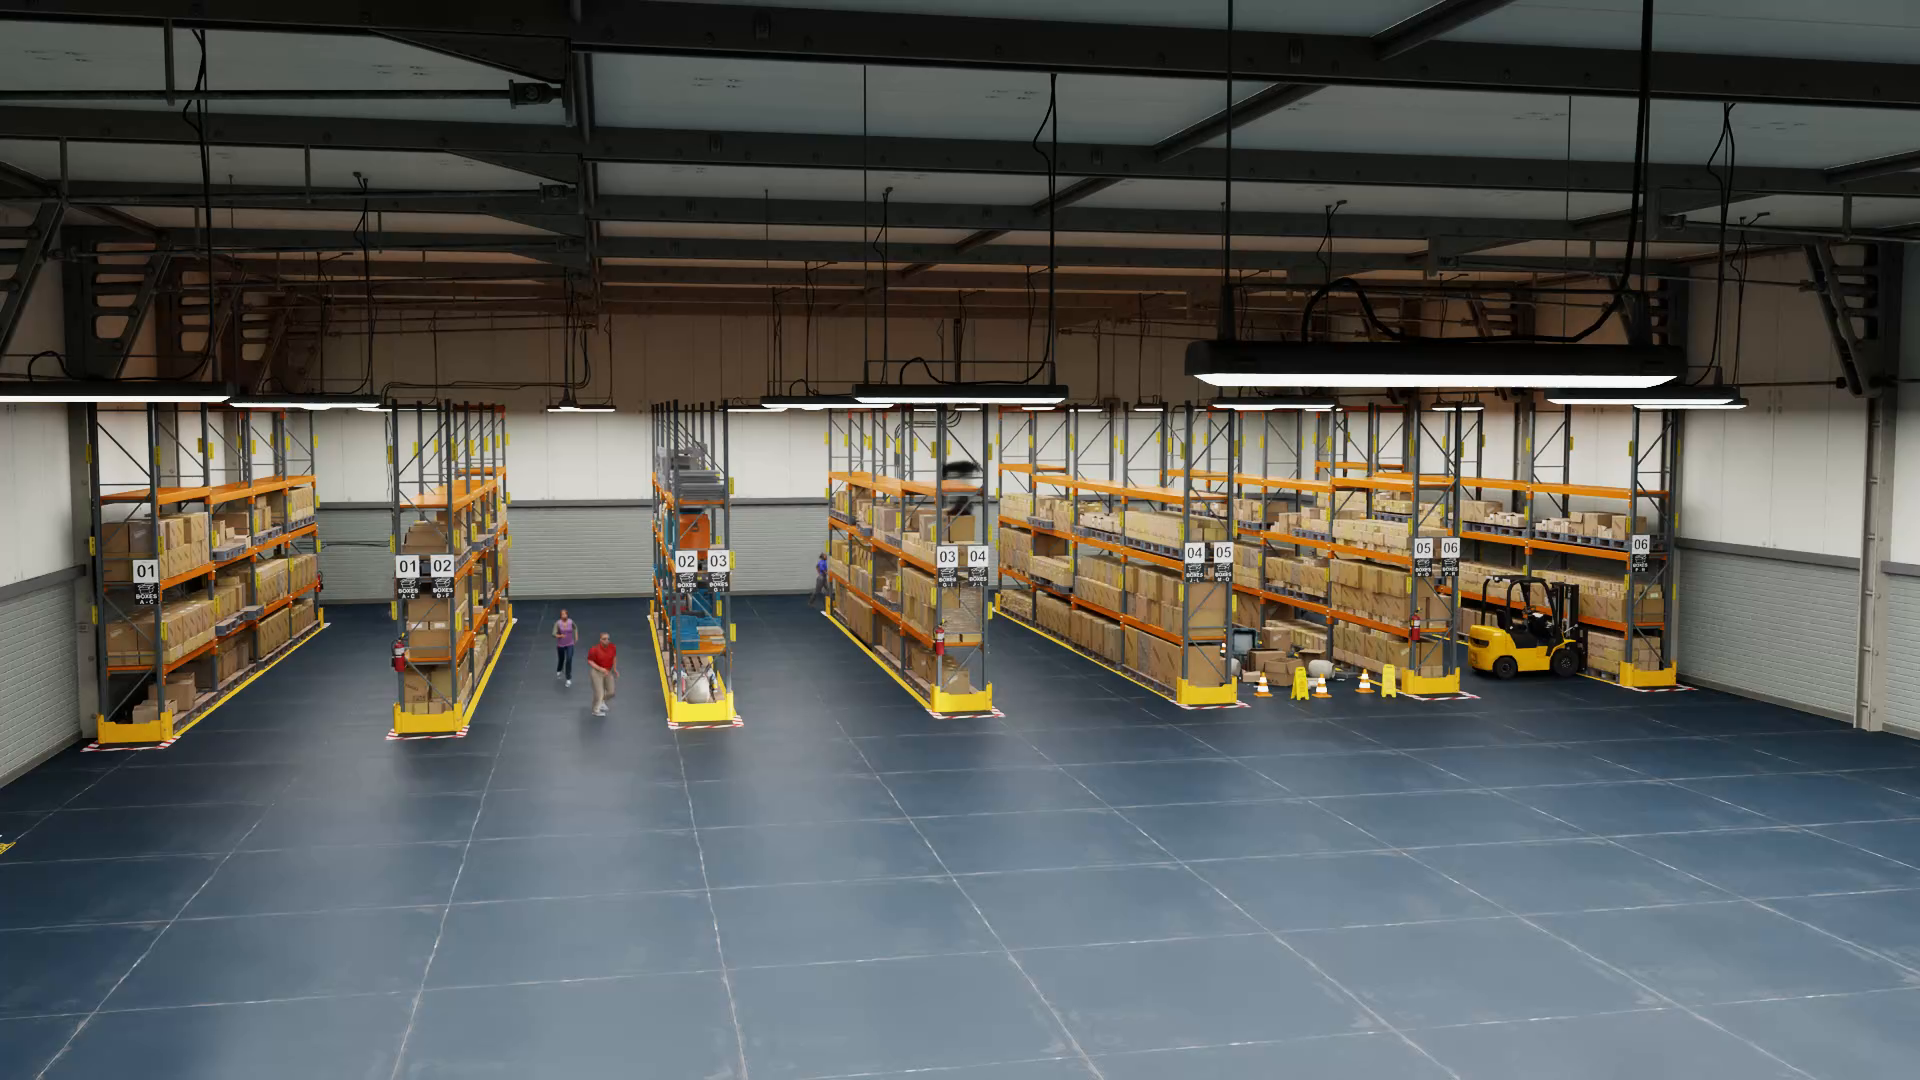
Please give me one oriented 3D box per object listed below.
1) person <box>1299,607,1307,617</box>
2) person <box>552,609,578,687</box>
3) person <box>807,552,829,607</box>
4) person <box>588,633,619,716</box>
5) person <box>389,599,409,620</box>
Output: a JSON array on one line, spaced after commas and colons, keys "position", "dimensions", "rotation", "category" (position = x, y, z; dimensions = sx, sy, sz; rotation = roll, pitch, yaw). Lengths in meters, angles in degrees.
[{"position": [9.520, 1.368, 46.735], "dimensions": [0.642, 1.698, 0.753], "rotation": [-2, 5, -28], "category": "person"}, {"position": [-8.386, 2.263, 35.305], "dimensions": [0.534, 1.615, 0.886], "rotation": [-1, 4, -16], "category": "person"}, {"position": [-4.067, 1.208, 48.962], "dimensions": [0.848, 1.715, 0.559], "rotation": [1, 4, 9], "category": "person"}, {"position": [-6.803, 2.541, 31.562], "dimensions": [0.648, 1.616, 0.783], "rotation": [-4, 6, -43], "category": "person"}, {"position": [-15.677, 1.362, 46.695], "dimensions": [0.638, 1.706, 0.742], "rotation": [0, 4, -5], "category": "person"}]
